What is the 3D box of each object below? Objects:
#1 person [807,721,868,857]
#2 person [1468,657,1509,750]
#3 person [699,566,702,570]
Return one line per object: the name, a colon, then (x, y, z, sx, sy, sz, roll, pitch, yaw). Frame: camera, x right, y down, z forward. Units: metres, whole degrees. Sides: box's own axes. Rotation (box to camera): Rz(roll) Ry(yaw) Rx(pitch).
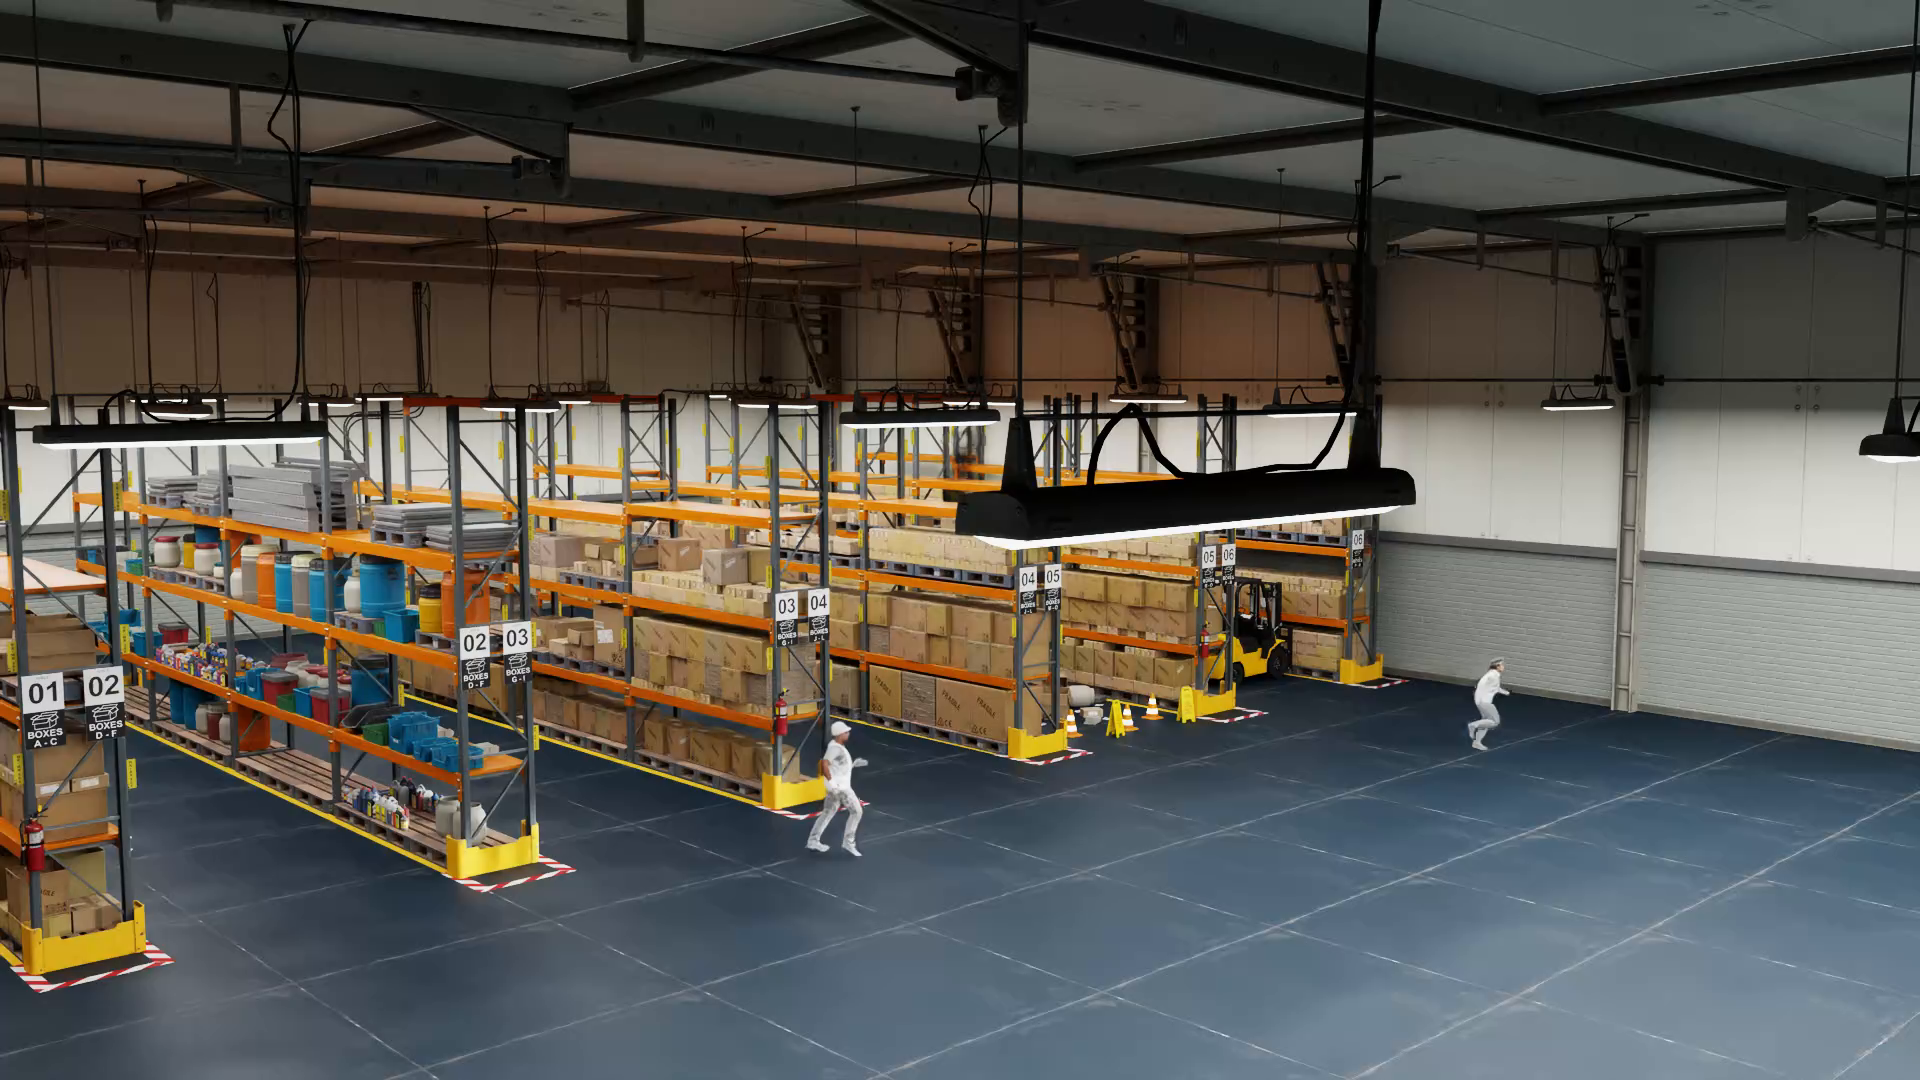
person: (-1.610, 3.314, 22.076, 0.845, 1.829, 0.677, -2, 6, -17)
person: (9.052, 2.793, 28.484, 0.670, 1.612, 0.605, 1, 6, 10)
person: (-6.973, 1.230, 44.159, 0.557, 1.692, 0.747, -2, 6, -20)
